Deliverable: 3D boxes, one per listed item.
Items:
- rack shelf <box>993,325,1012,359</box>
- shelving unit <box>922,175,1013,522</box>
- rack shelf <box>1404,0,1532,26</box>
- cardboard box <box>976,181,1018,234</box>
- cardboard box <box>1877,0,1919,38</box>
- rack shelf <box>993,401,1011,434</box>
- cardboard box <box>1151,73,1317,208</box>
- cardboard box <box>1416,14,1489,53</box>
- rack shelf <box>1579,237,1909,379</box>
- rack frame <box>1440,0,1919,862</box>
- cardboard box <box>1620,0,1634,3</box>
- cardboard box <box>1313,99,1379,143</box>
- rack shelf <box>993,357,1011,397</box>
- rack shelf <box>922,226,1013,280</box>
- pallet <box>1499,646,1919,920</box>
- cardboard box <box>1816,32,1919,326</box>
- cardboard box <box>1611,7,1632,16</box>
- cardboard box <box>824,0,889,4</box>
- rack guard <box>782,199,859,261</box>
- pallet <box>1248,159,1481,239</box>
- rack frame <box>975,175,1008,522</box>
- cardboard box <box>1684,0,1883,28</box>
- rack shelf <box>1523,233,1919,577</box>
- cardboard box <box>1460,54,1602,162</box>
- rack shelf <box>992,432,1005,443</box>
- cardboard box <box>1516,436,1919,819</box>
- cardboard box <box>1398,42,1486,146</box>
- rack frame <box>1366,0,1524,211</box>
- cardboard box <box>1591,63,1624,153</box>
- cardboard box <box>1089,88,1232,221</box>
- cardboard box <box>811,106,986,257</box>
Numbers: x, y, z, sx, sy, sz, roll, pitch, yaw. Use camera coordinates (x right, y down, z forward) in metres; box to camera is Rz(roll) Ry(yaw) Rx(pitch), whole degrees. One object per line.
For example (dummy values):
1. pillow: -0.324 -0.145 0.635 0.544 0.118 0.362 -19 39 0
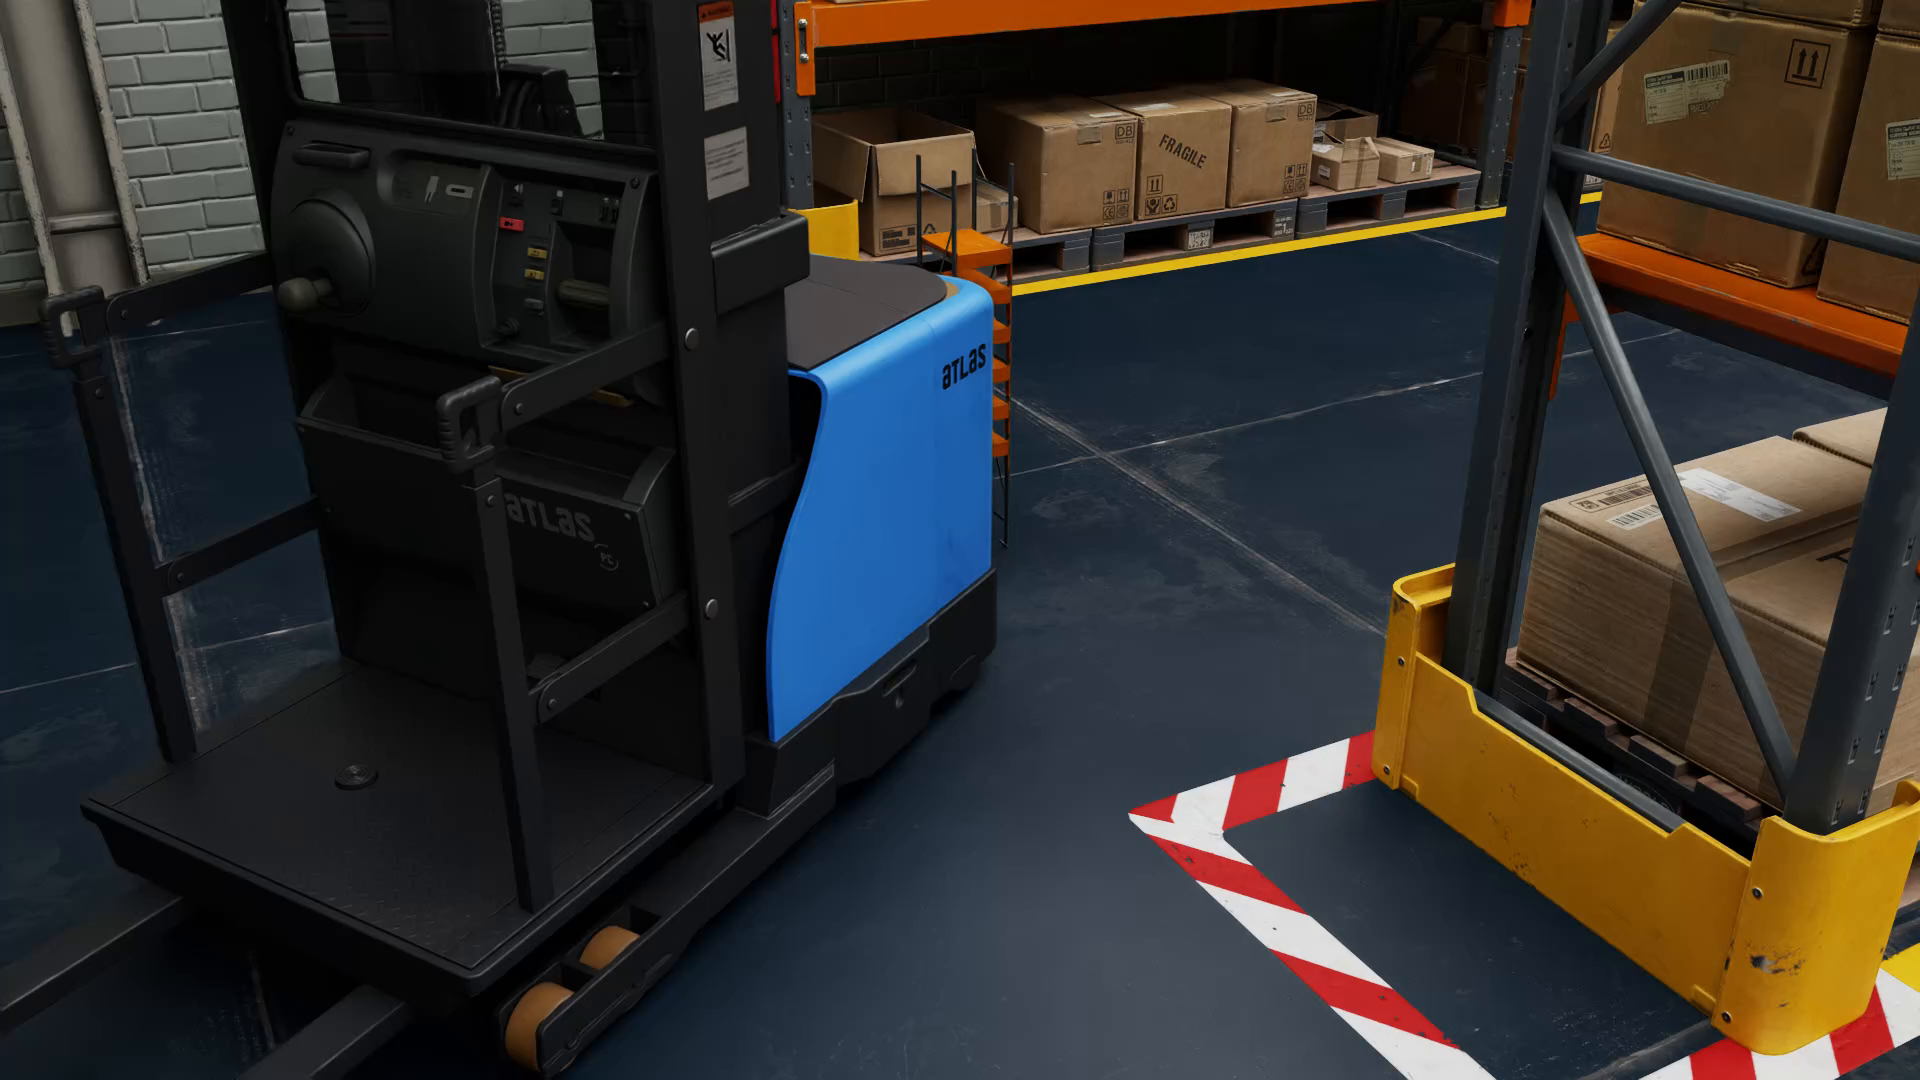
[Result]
1. rack shelf: 0.013 -0.612 4.964 0.180 0.103 0.258 -13 29 -25
2. shelving unit: 0.014 -0.544 4.997 0.183 1.046 0.258 -13 29 -25
3. rack shelf: 4.387 -3.408 9.715 4.000 0.370 1.077 -13 29 -25
4. cardboard box: 0.070 -1.575 7.873 0.250 0.149 0.380 -14 29 -27
5. cardboard box: 1.989 -1.101 2.806 0.500 0.500 0.500 -14 29 -26
6. rack shelf: 0.013 -0.396 5.068 0.180 0.103 0.258 -13 29 -25
7. cardboard box: 1.365 -2.032 8.420 0.500 0.500 0.700 -14 29 -27
8. cardboard box: 2.811 -2.865 9.406 0.250 0.149 0.380 -14 29 -27
9. rack shelf: 4.405 -1.986 1.057 3.910 4.714 5.869 -13 29 -25
10. rack frame: 1.432 -0.616 3.067 0.127 3.000 1.000 -13 29 -25
11. cardboard box: 4.171 -3.185 10.072 0.265 0.149 0.390 -13 29 -25
12. cardboard box: 1.928 -2.258 9.109 0.500 0.311 0.500 -12 28 -23
13. rack shelf: 0.013 -0.504 5.016 0.180 0.103 0.258 -13 29 -25
14. rack shelf: 0.013 -0.828 4.860 0.180 0.103 0.258 -13 29 -25
15. pallet: 2.100 0.449 4.072 1.213 0.211 1.003 -13 29 -25
16. cardboard box: 1.990 -0.649 3.021 0.500 0.500 0.500 -13 29 -25
17. cardboard box: 3.733 -3.072 9.835 0.250 0.149 0.380 -12 28 -24
18. cardboard box: -0.488 -2.360 6.989 0.250 0.149 0.380 -13 29 -25
19. rack guard: -0.840 -1.399 7.587 0.348 0.500 1.175 -13 29 -25
20. pallet: 2.016 -1.929 9.024 1.213 0.211 1.003 -13 29 -25
21. rack frame: 0.093 -0.563 5.036 0.002 1.046 0.228 -13 29 -25
22. cardboard box: 1.745 -1.301 3.223 0.500 0.500 0.500 -12 28 -23
23. rack shelf: 3.196 -0.699 4.071 4.000 0.370 1.077 -13 29 -25
24. cardboard box: 3.155 -2.400 9.187 0.500 0.500 0.500 -12 28 -23
25. rack shelf: 0.013 -0.312 5.108 0.171 0.034 0.221 -13 29 -25
26. cardboard box: 1.967 0.177 3.890 0.875 0.438 0.875 -14 29 -27
27. cardboard box: 2.916 -2.601 9.604 0.500 0.500 0.500 -13 29 -25
28. rack frame: 2.622 -3.325 8.711 0.127 3.000 1.000 -13 29 -25
29. cardboard box: 3.620 -2.513 9.421 0.500 0.500 0.500 -13 29 -26
30. cardboard box: 0.963 -1.890 8.124 0.500 0.500 0.500 -12 28 -24
31. cardboard box: -0.323 -1.663 7.647 0.637 0.503 0.797 -14 29 -27
